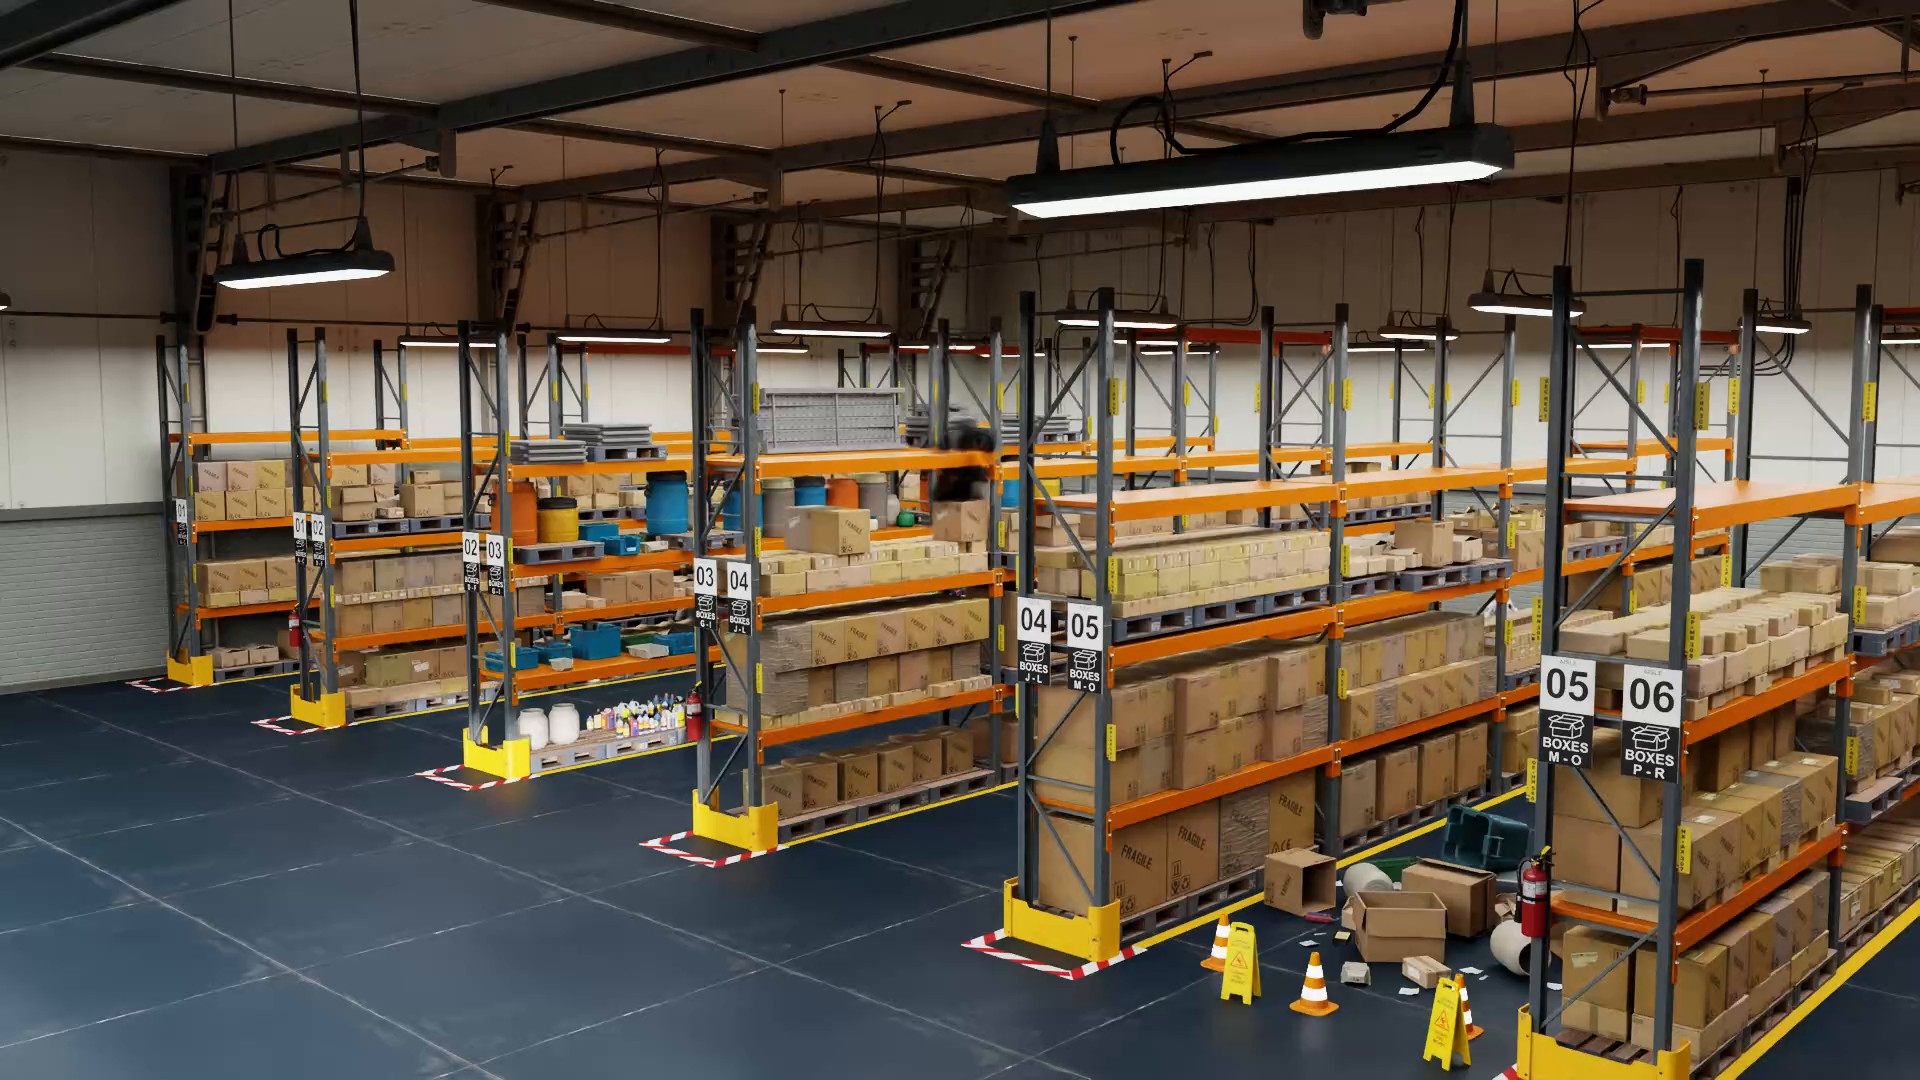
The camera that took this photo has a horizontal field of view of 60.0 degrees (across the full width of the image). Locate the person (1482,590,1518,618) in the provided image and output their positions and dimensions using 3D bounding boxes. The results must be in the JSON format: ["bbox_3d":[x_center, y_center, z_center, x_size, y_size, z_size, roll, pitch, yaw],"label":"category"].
[{"bbox_3d":[9.465,1.604,29.141,0.631,1.677,0.813,1,6,15],"label":"person"}]

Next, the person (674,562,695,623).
[{"bbox_3d":[-5.260,1.281,32.555,0.822,1.736,0.599,-5,8,-45],"label":"person"}]
